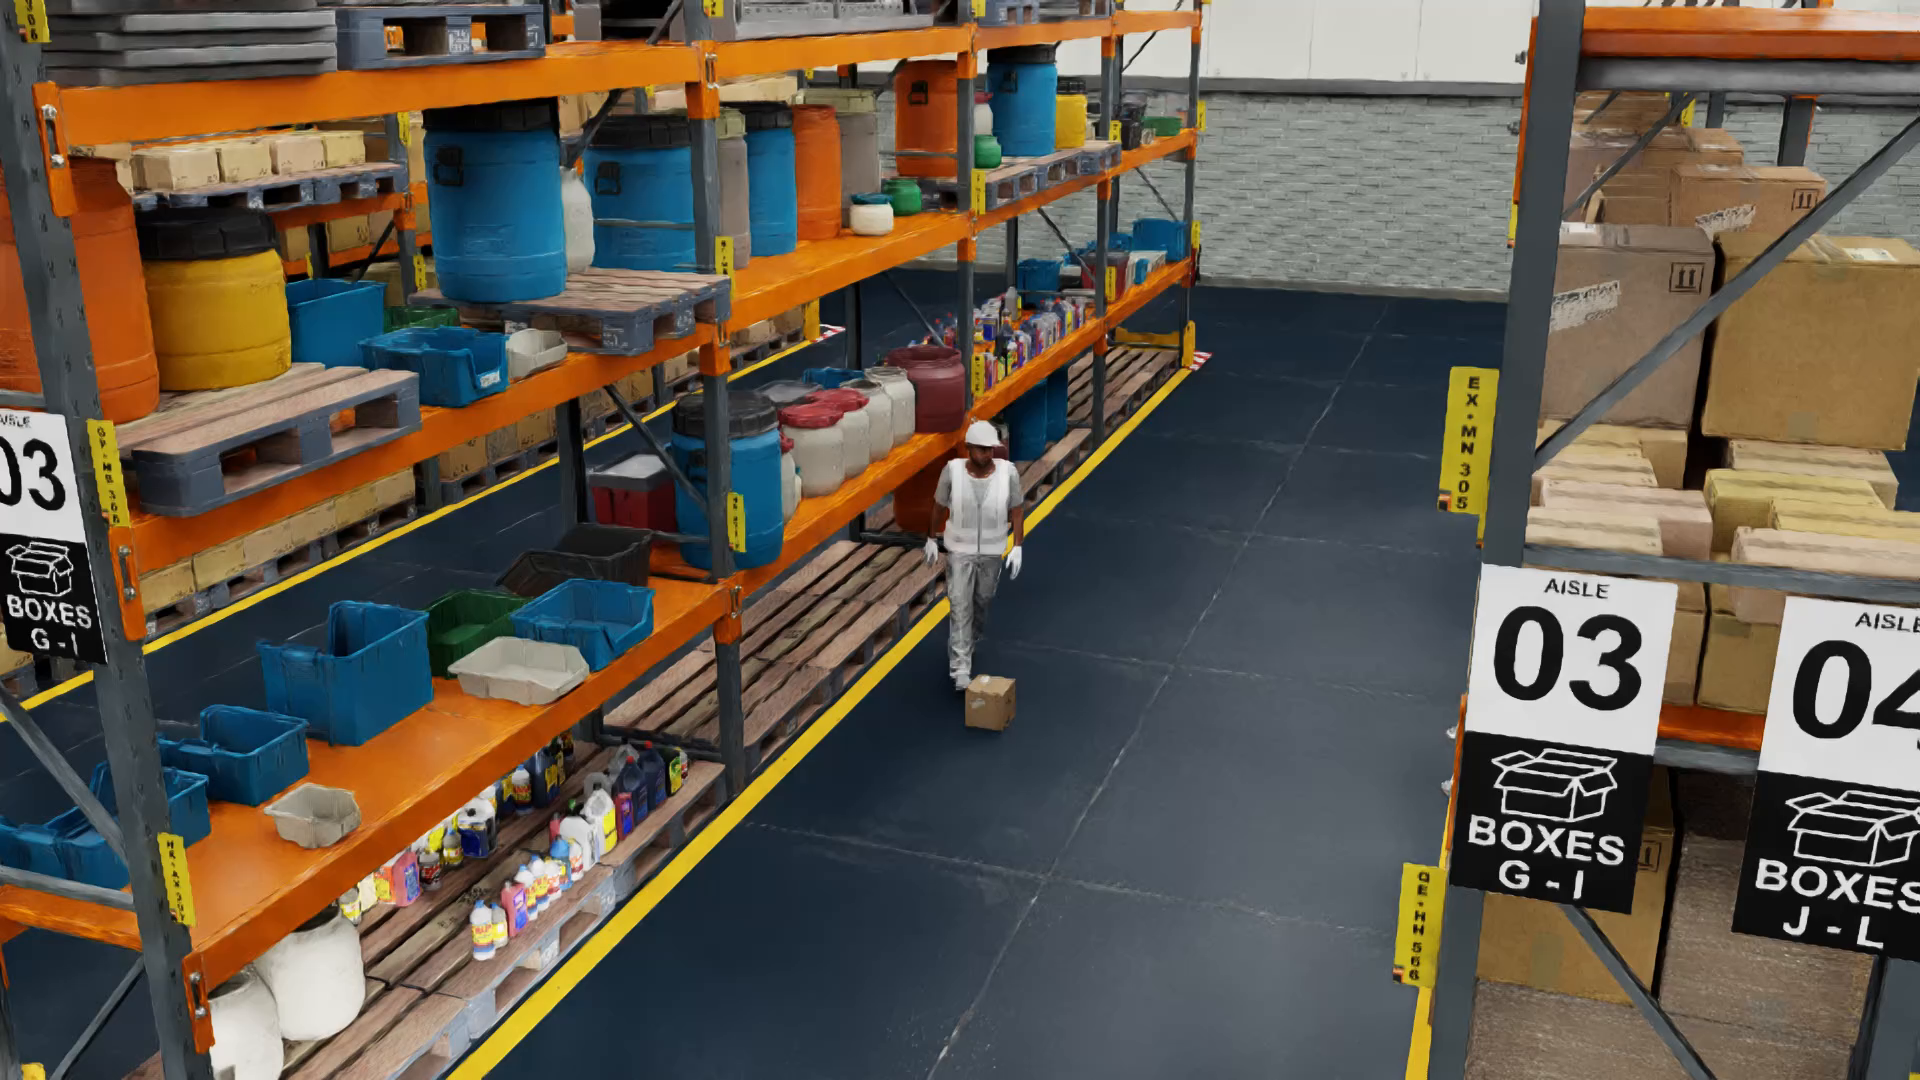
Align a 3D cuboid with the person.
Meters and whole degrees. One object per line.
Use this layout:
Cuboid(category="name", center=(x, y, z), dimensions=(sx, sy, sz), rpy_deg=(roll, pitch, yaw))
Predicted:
Cuboid(category="person", center=(0.104, 0.063, 10.865), dimensions=(0.631, 1.747, 0.970), rpy_deg=(-3, 19, -9))
